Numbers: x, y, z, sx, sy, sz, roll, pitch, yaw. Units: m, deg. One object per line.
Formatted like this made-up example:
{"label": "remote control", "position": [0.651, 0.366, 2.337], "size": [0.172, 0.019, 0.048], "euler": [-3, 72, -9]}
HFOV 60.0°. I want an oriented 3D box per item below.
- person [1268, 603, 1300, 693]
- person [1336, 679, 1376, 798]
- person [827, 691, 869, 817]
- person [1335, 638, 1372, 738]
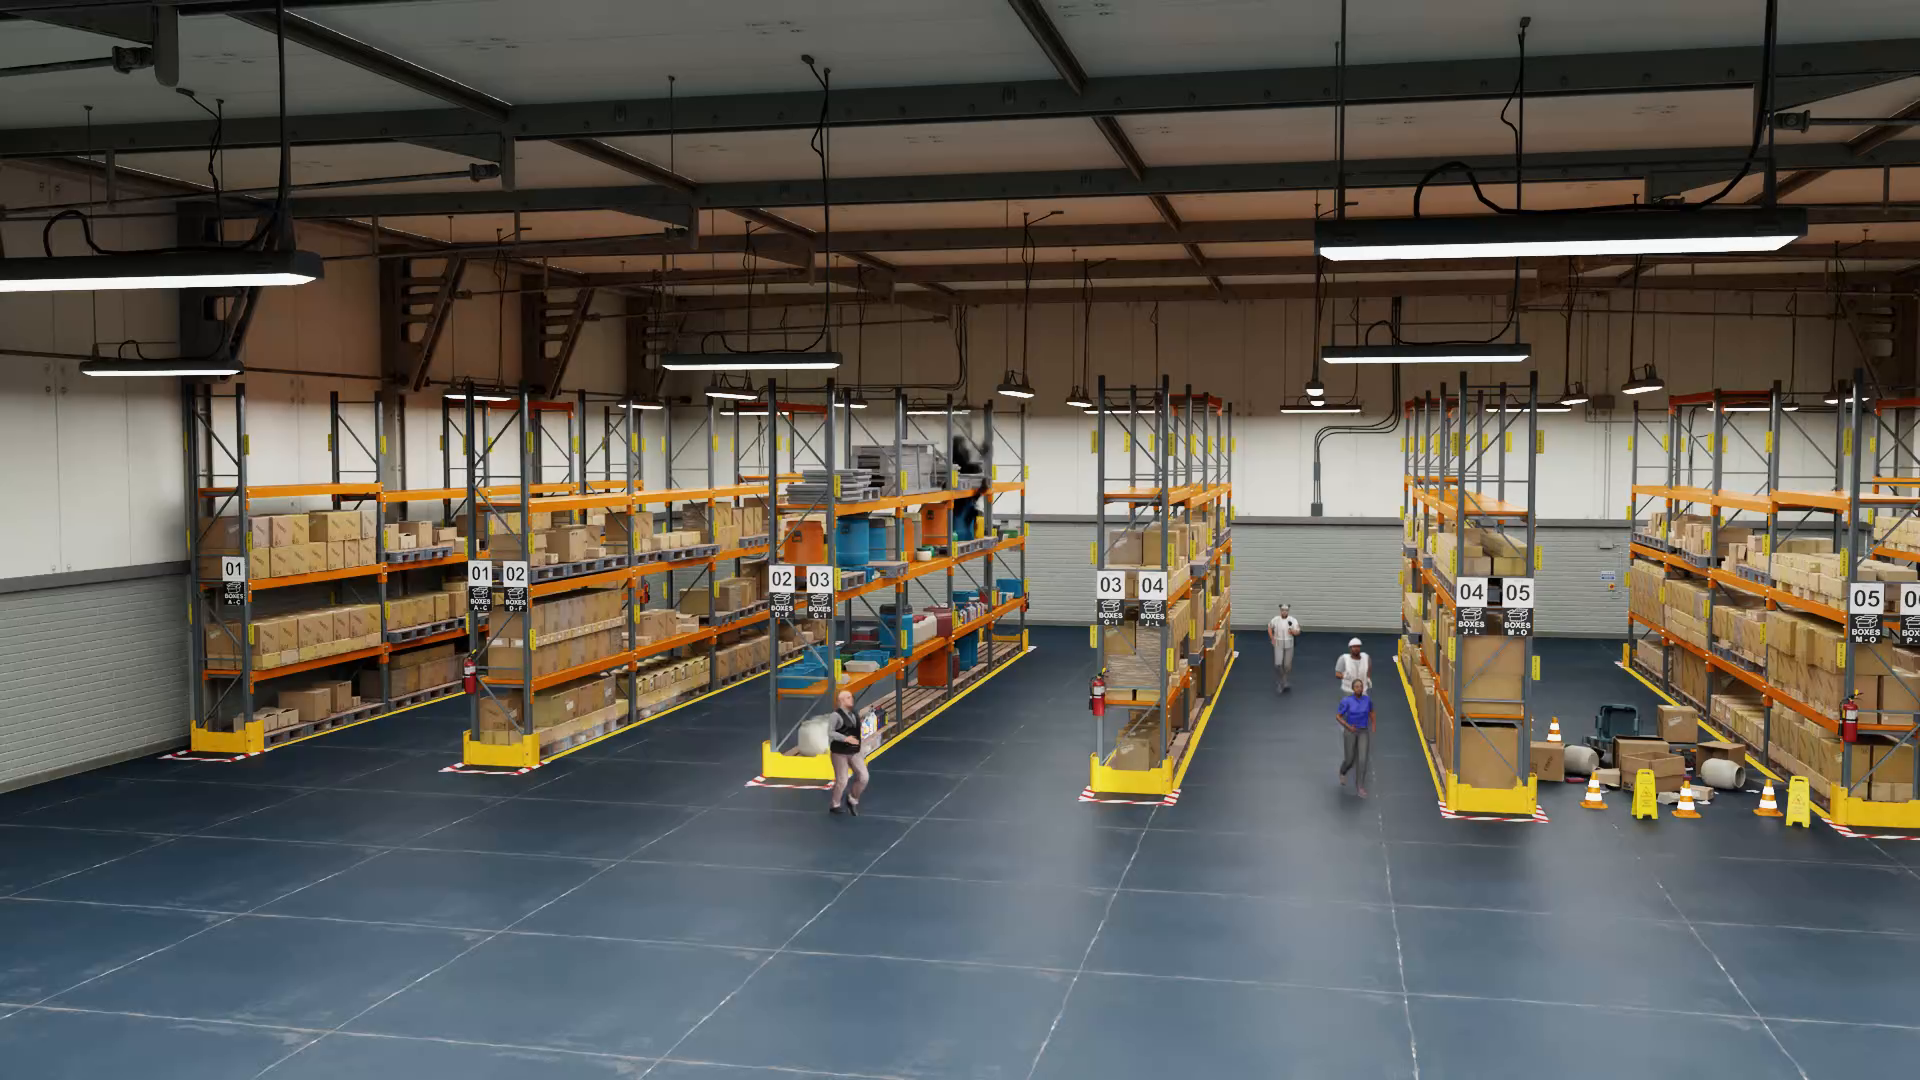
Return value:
{"label": "person", "position": [6.575, 2.197, 33.761], "size": [0.640, 1.854, 0.741], "euler": [1, 3, 9]}
{"label": "person", "position": [5.692, 2.820, 23.927], "size": [0.585, 1.665, 0.775], "euler": [0, 3, -4]}
{"label": "person", "position": [-1.506, 2.884, 22.278], "size": [0.656, 1.738, 0.702], "euler": [-3, 5, -44]}
{"label": "person", "position": [6.539, 2.514, 27.624], "size": [0.634, 1.800, 0.939], "euler": [0, 3, 5]}
